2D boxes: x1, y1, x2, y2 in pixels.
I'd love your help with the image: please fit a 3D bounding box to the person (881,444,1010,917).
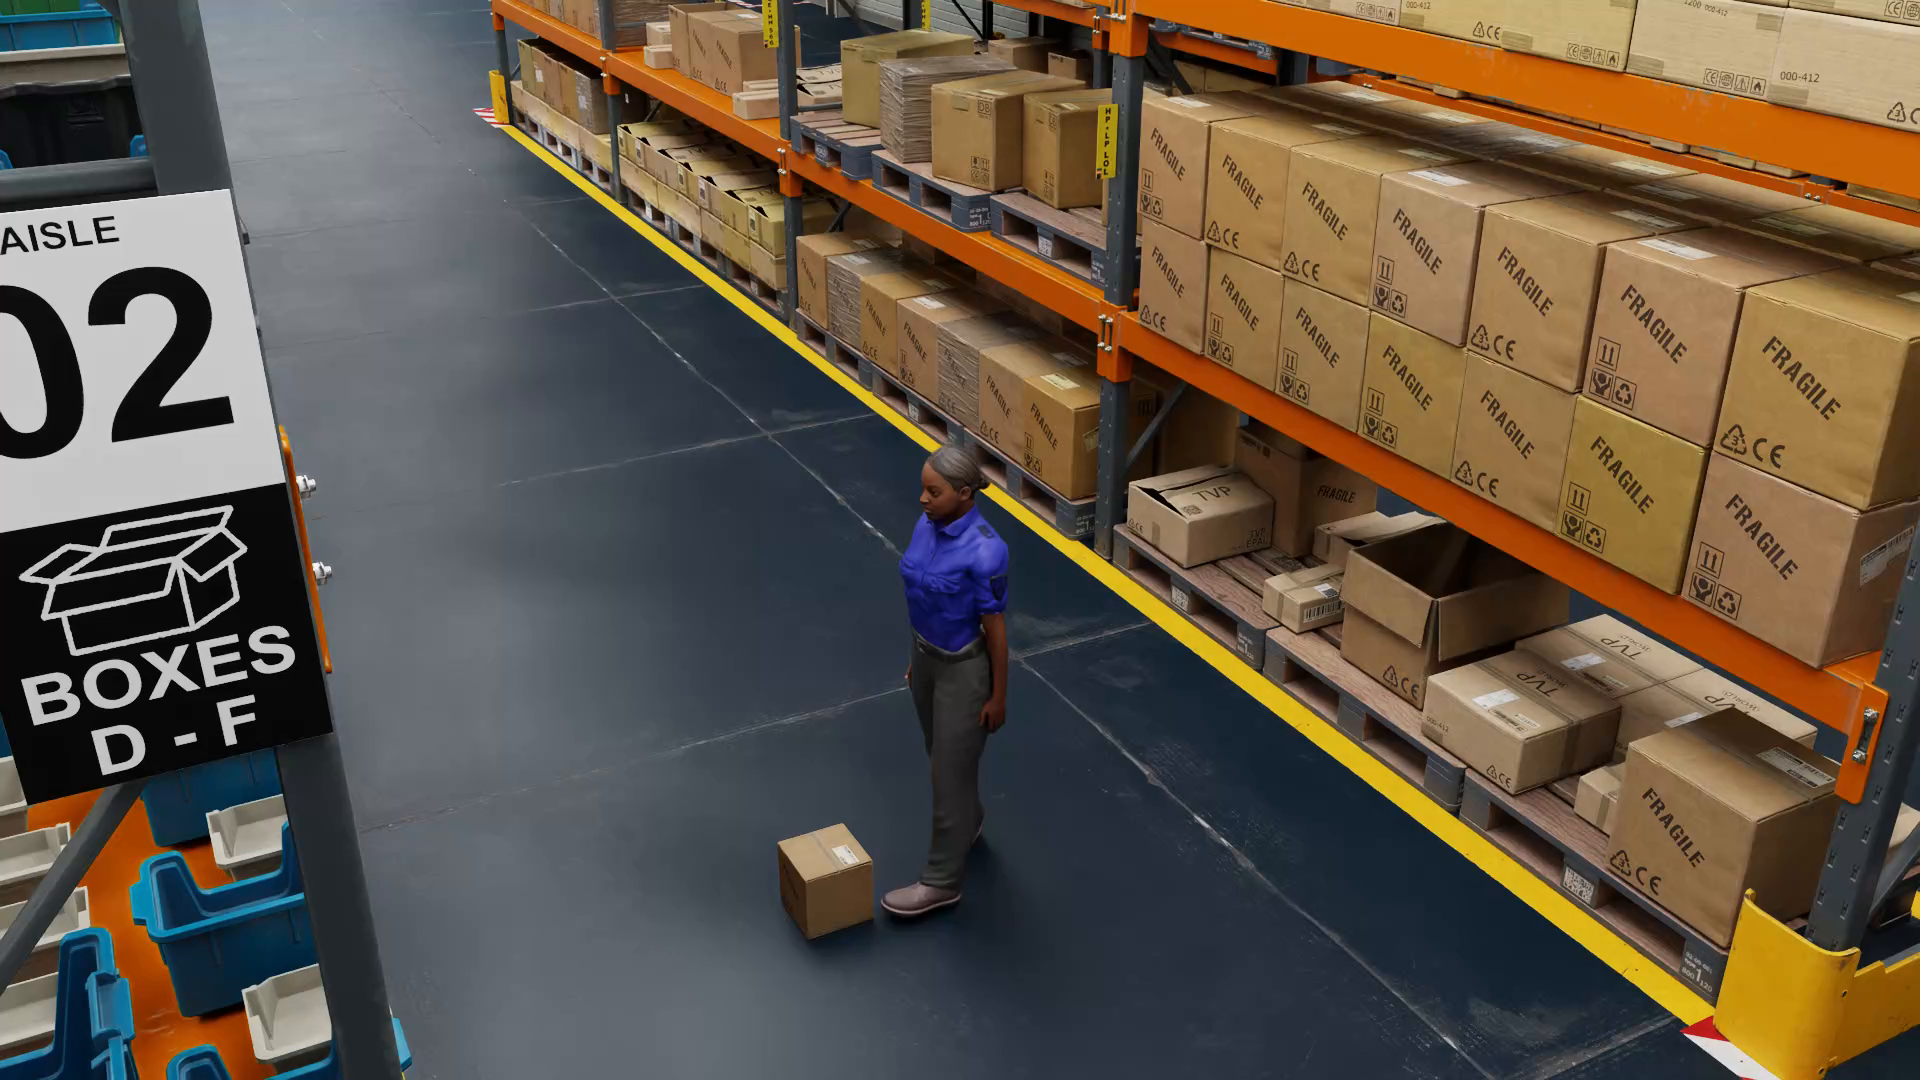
[{"bbox_3d":[-0.084,0.470,5.632,0.576,1.661,0.463,-17,31,-31],"label":"person"}]
